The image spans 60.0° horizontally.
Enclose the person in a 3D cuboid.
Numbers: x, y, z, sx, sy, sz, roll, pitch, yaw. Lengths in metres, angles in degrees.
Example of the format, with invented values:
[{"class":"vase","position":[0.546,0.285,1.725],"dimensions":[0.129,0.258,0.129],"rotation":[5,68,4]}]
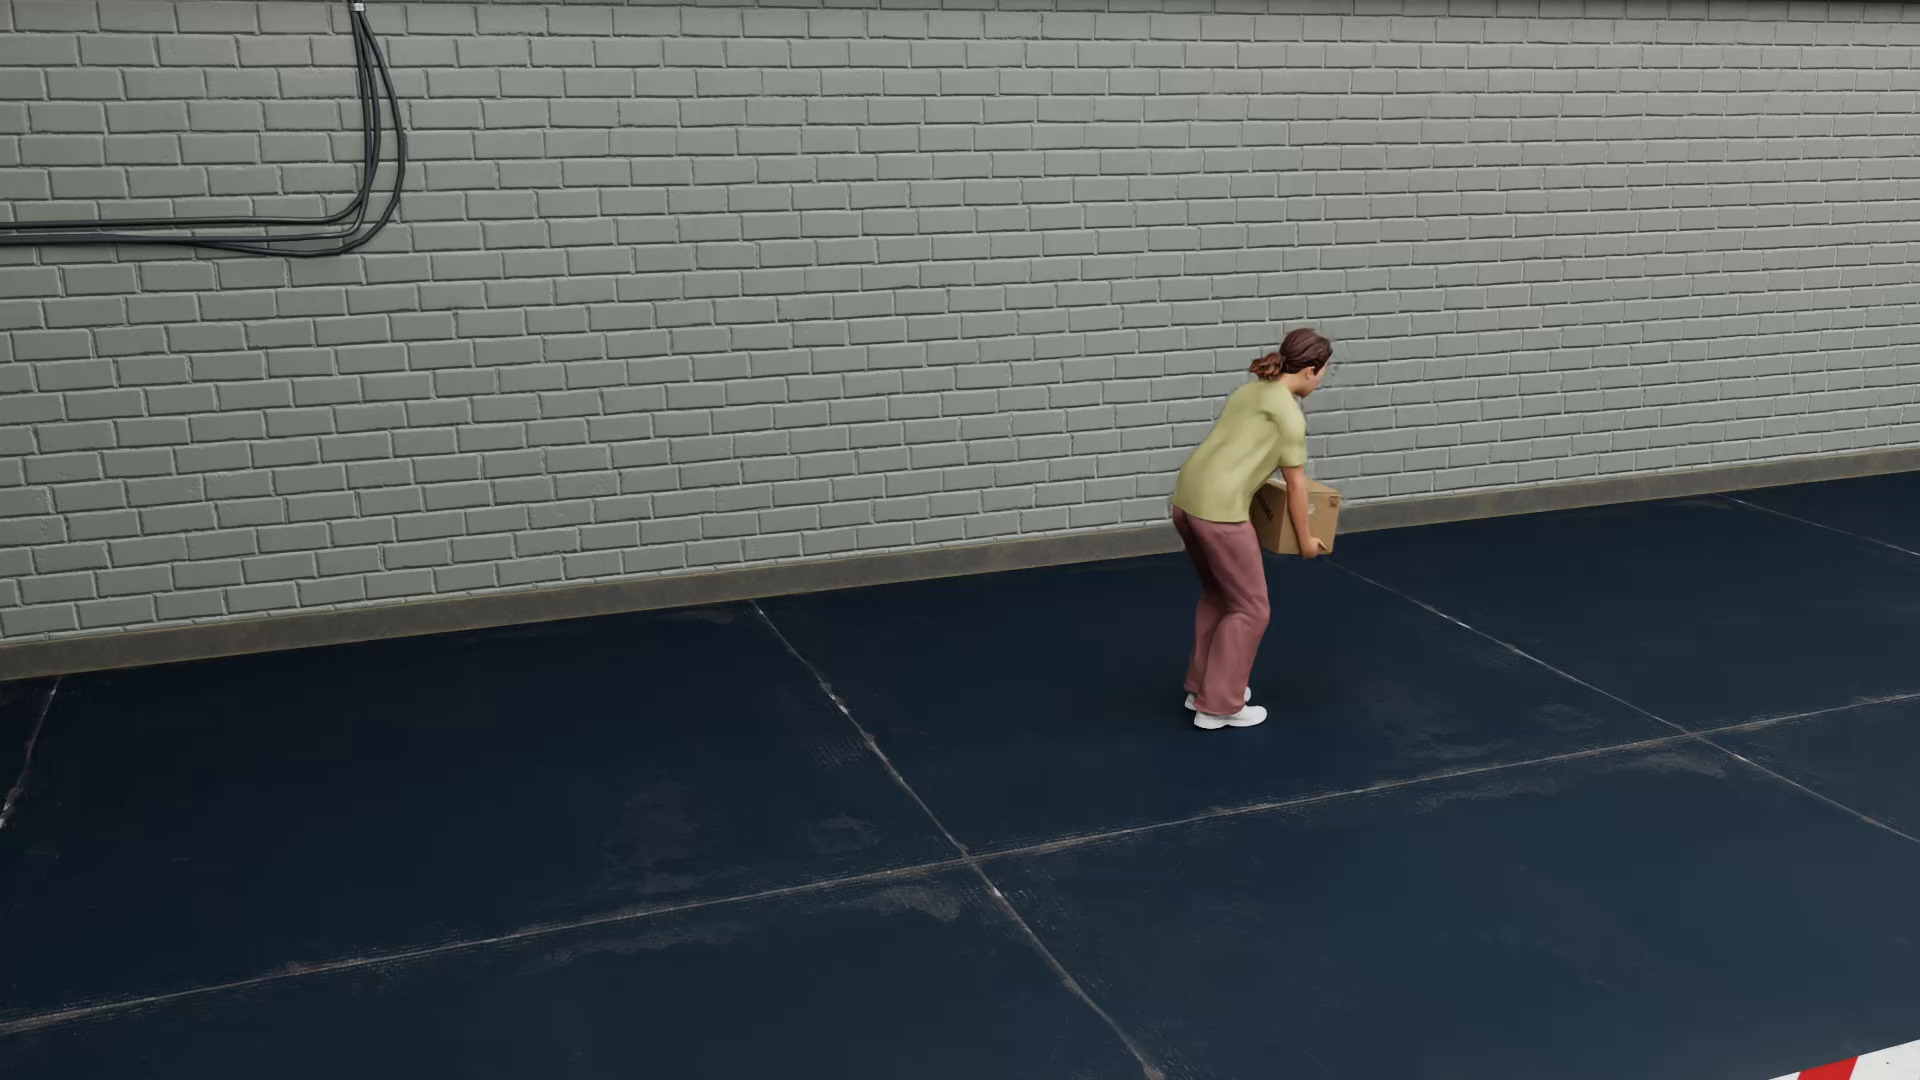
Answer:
[{"class":"person","position":[1.132,-0.051,6.485],"dimensions":[0.636,1.533,0.411],"rotation":[-6,17,-21]}]
